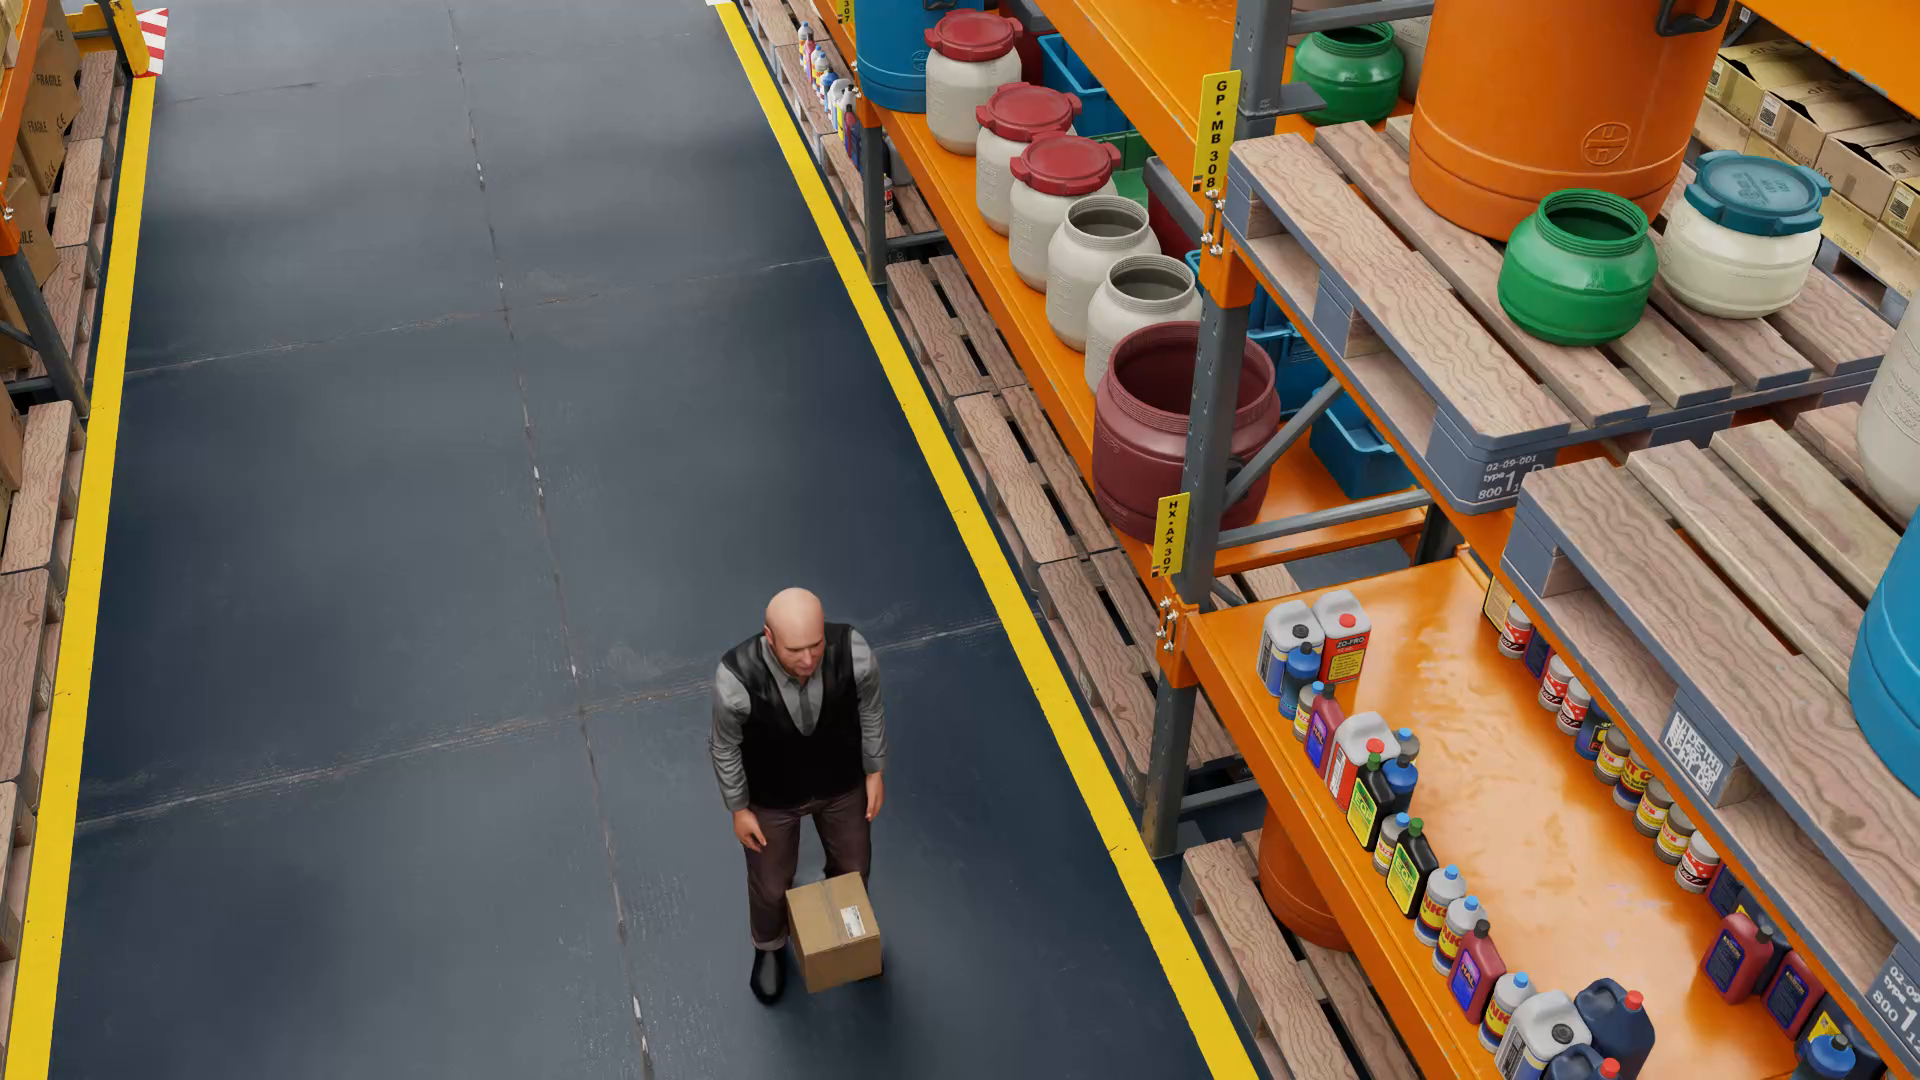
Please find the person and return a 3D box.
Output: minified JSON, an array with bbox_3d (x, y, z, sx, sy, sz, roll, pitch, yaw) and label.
[{"bbox_3d":[-0.500,0.773,5.316,0.563,1.724,0.423,-13,44,-14],"label":"person"}]
